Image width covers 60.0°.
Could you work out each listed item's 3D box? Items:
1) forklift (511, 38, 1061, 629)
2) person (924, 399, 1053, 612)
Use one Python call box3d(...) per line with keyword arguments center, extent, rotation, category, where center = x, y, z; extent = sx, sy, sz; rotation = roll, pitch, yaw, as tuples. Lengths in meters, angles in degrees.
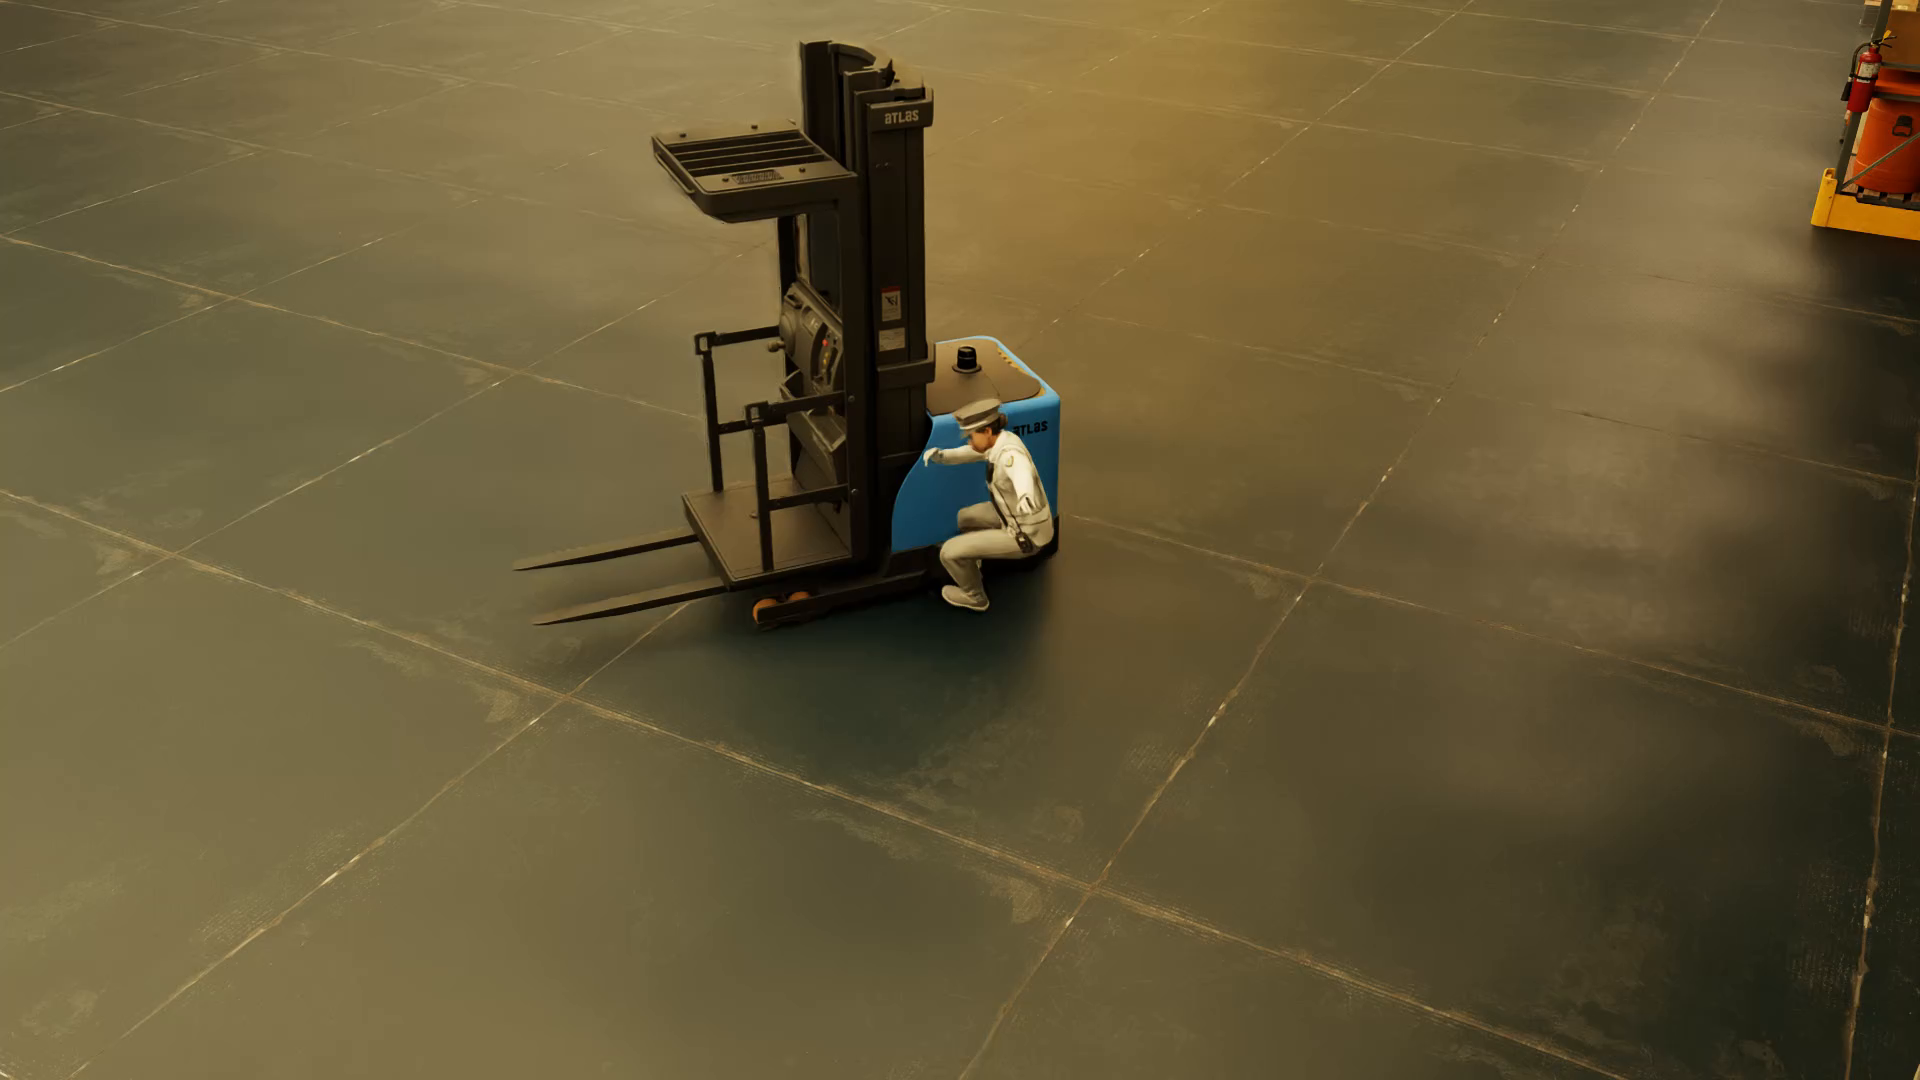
box3d(center=(-0.989, -1.078, 8.939), extent=(3.031, 2.935, 1.130), rotation=(-12, 32, -20), category="forklift")
box3d(center=(0.158, -0.058, 8.776), extent=(0.690, 1.369, 1.394), rotation=(-1, 30, -2), category="person")
